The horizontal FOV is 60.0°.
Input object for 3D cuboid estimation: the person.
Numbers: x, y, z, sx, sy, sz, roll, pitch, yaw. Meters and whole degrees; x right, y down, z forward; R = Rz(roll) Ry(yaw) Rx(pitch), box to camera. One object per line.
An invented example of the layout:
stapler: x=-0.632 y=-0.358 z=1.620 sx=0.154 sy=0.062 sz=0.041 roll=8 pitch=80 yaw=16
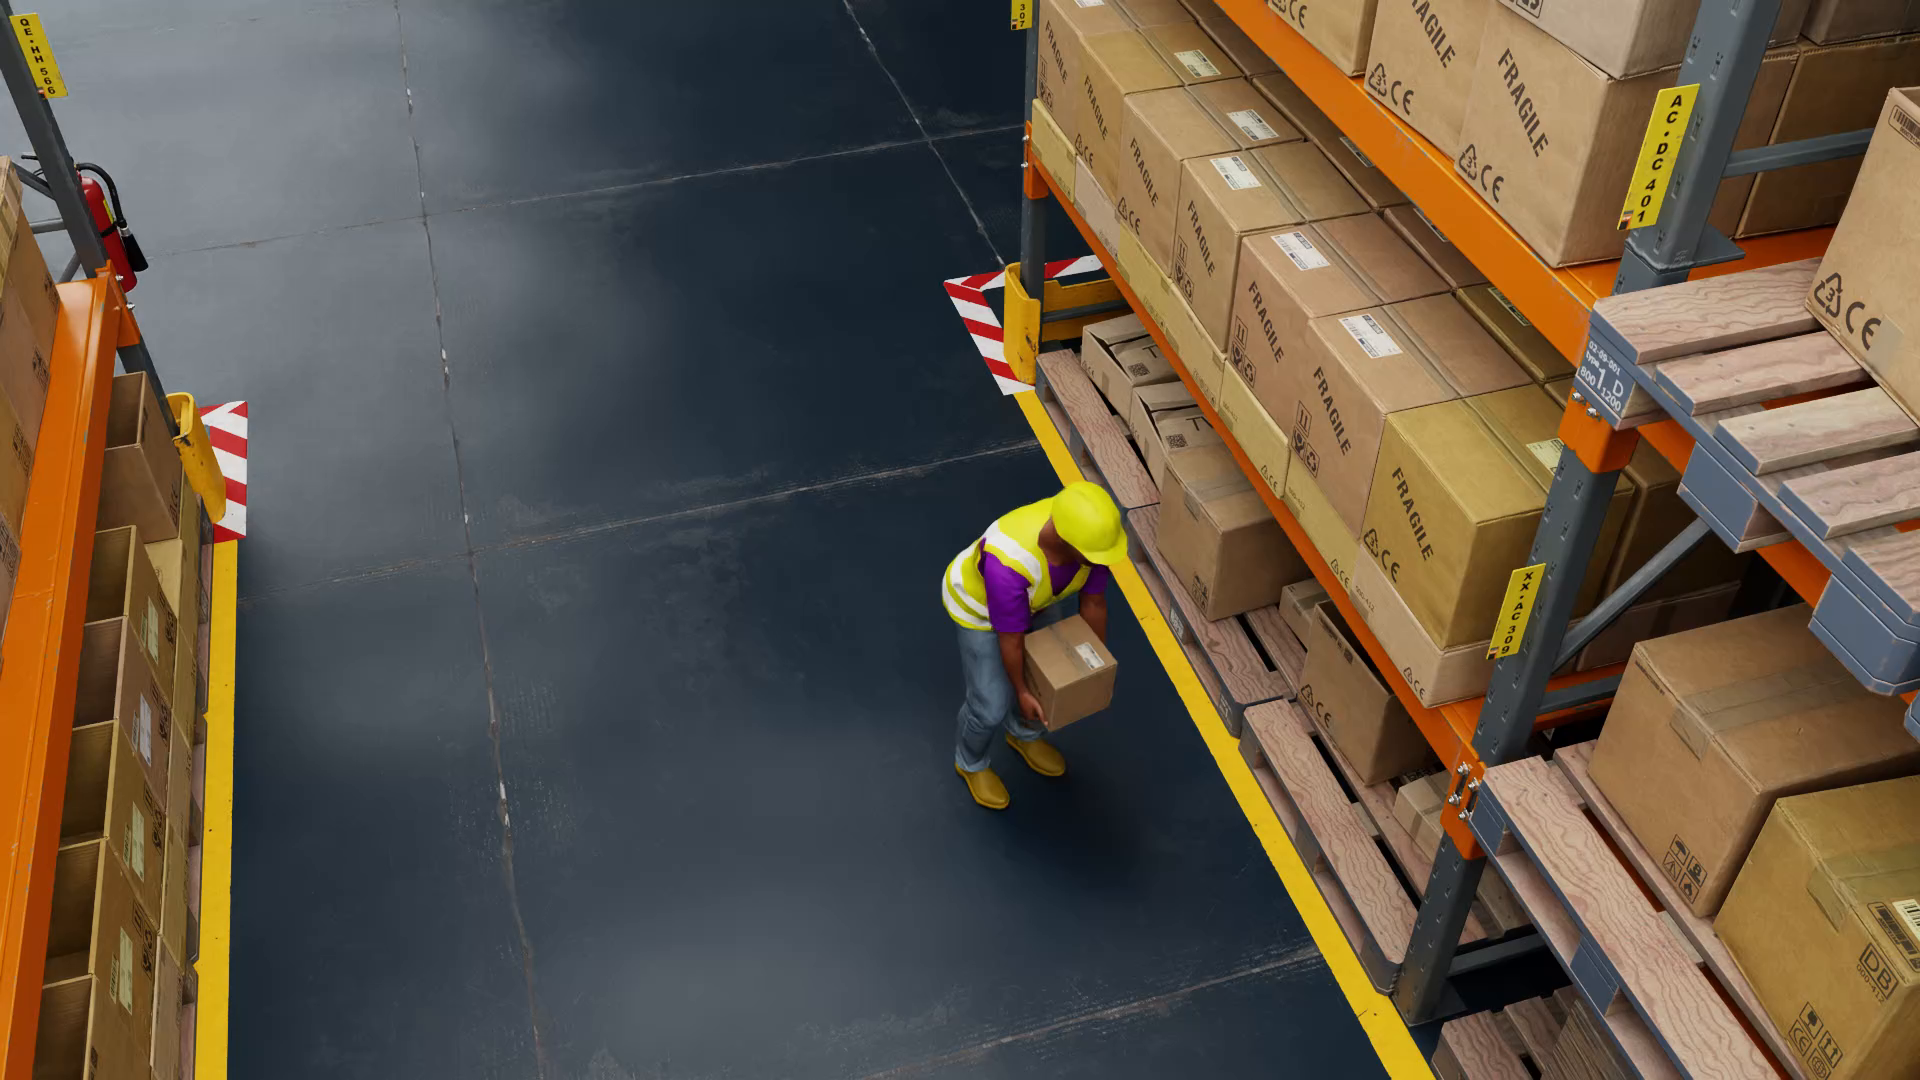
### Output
person: x=0.275 y=0.341 z=5.861 sx=0.489 sy=1.634 sz=0.715 roll=-26 pitch=48 yaw=-26
